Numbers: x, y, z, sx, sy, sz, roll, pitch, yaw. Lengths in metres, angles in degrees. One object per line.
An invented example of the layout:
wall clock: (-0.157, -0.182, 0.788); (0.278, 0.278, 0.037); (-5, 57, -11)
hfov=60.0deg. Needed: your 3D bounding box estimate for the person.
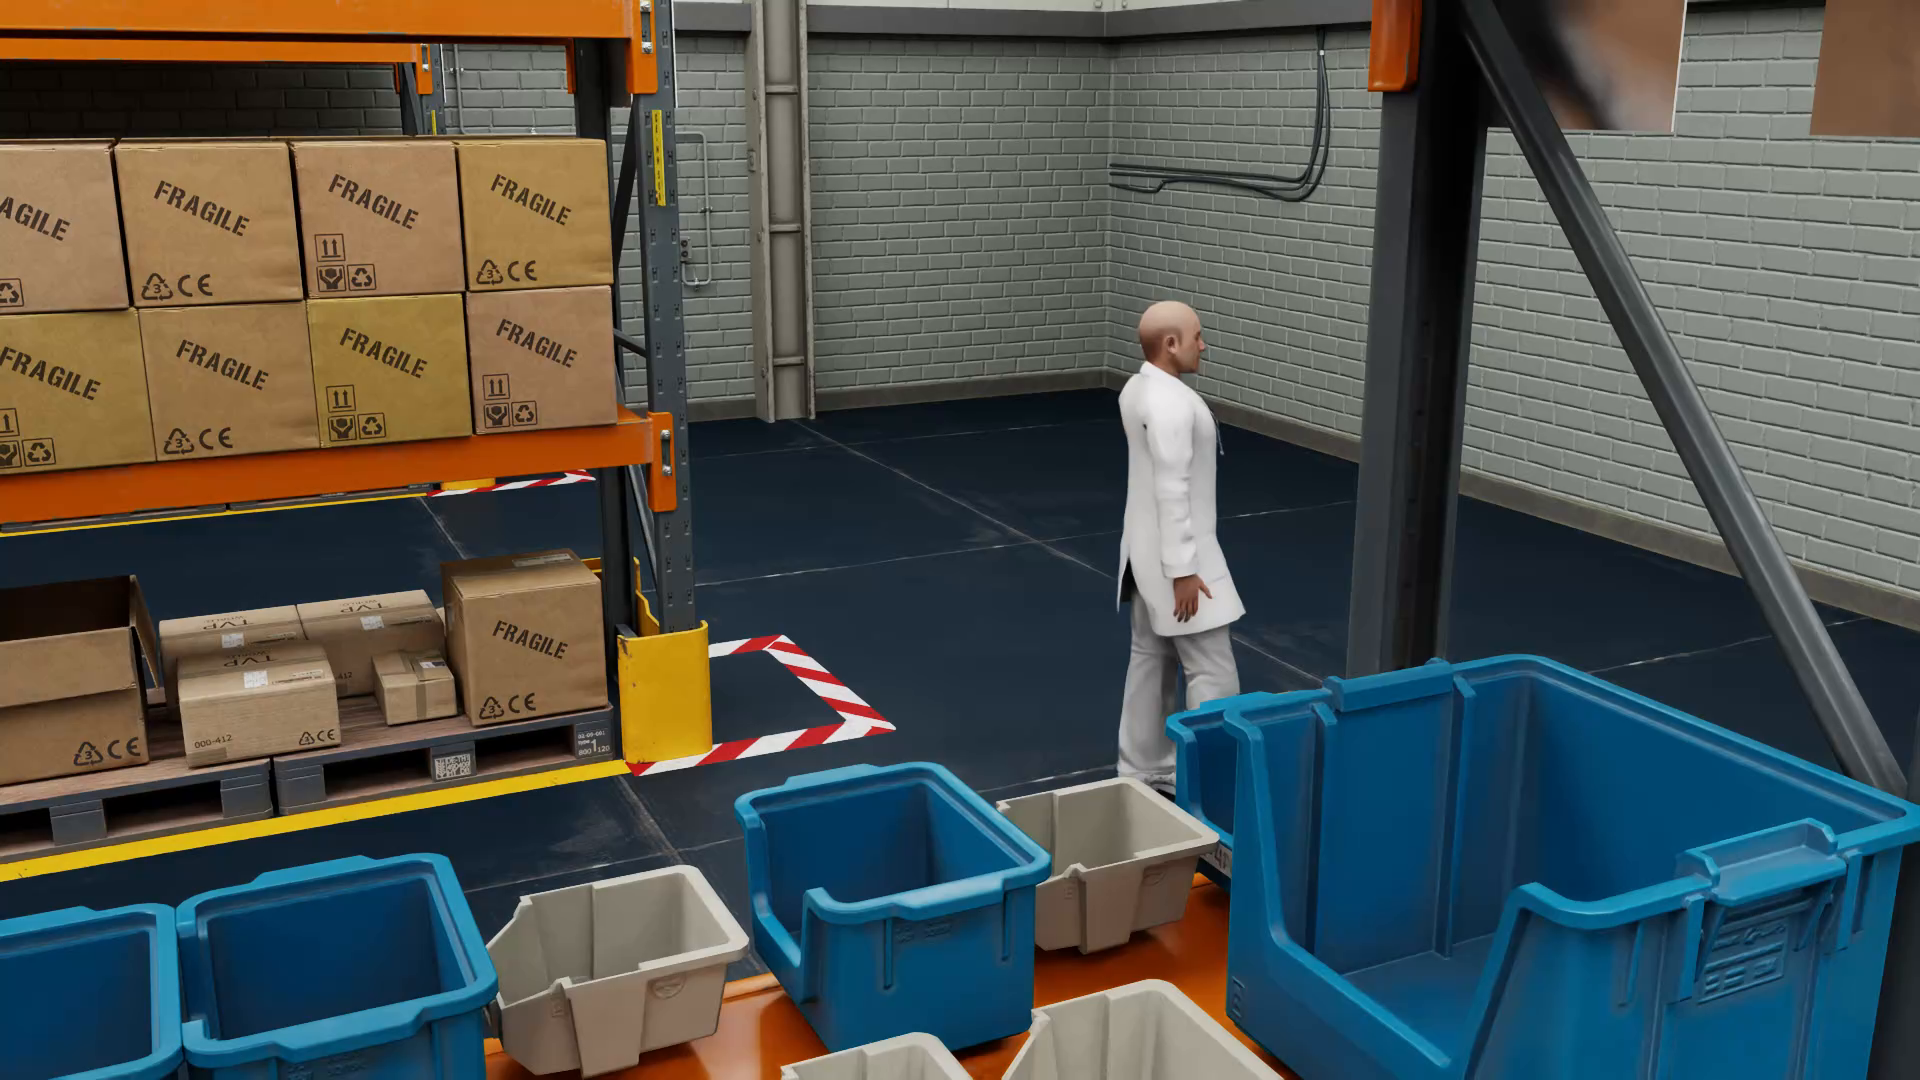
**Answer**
person: (0.859, 0.059, 5.805); (0.604, 1.785, 0.593); (-2, 15, -9)
